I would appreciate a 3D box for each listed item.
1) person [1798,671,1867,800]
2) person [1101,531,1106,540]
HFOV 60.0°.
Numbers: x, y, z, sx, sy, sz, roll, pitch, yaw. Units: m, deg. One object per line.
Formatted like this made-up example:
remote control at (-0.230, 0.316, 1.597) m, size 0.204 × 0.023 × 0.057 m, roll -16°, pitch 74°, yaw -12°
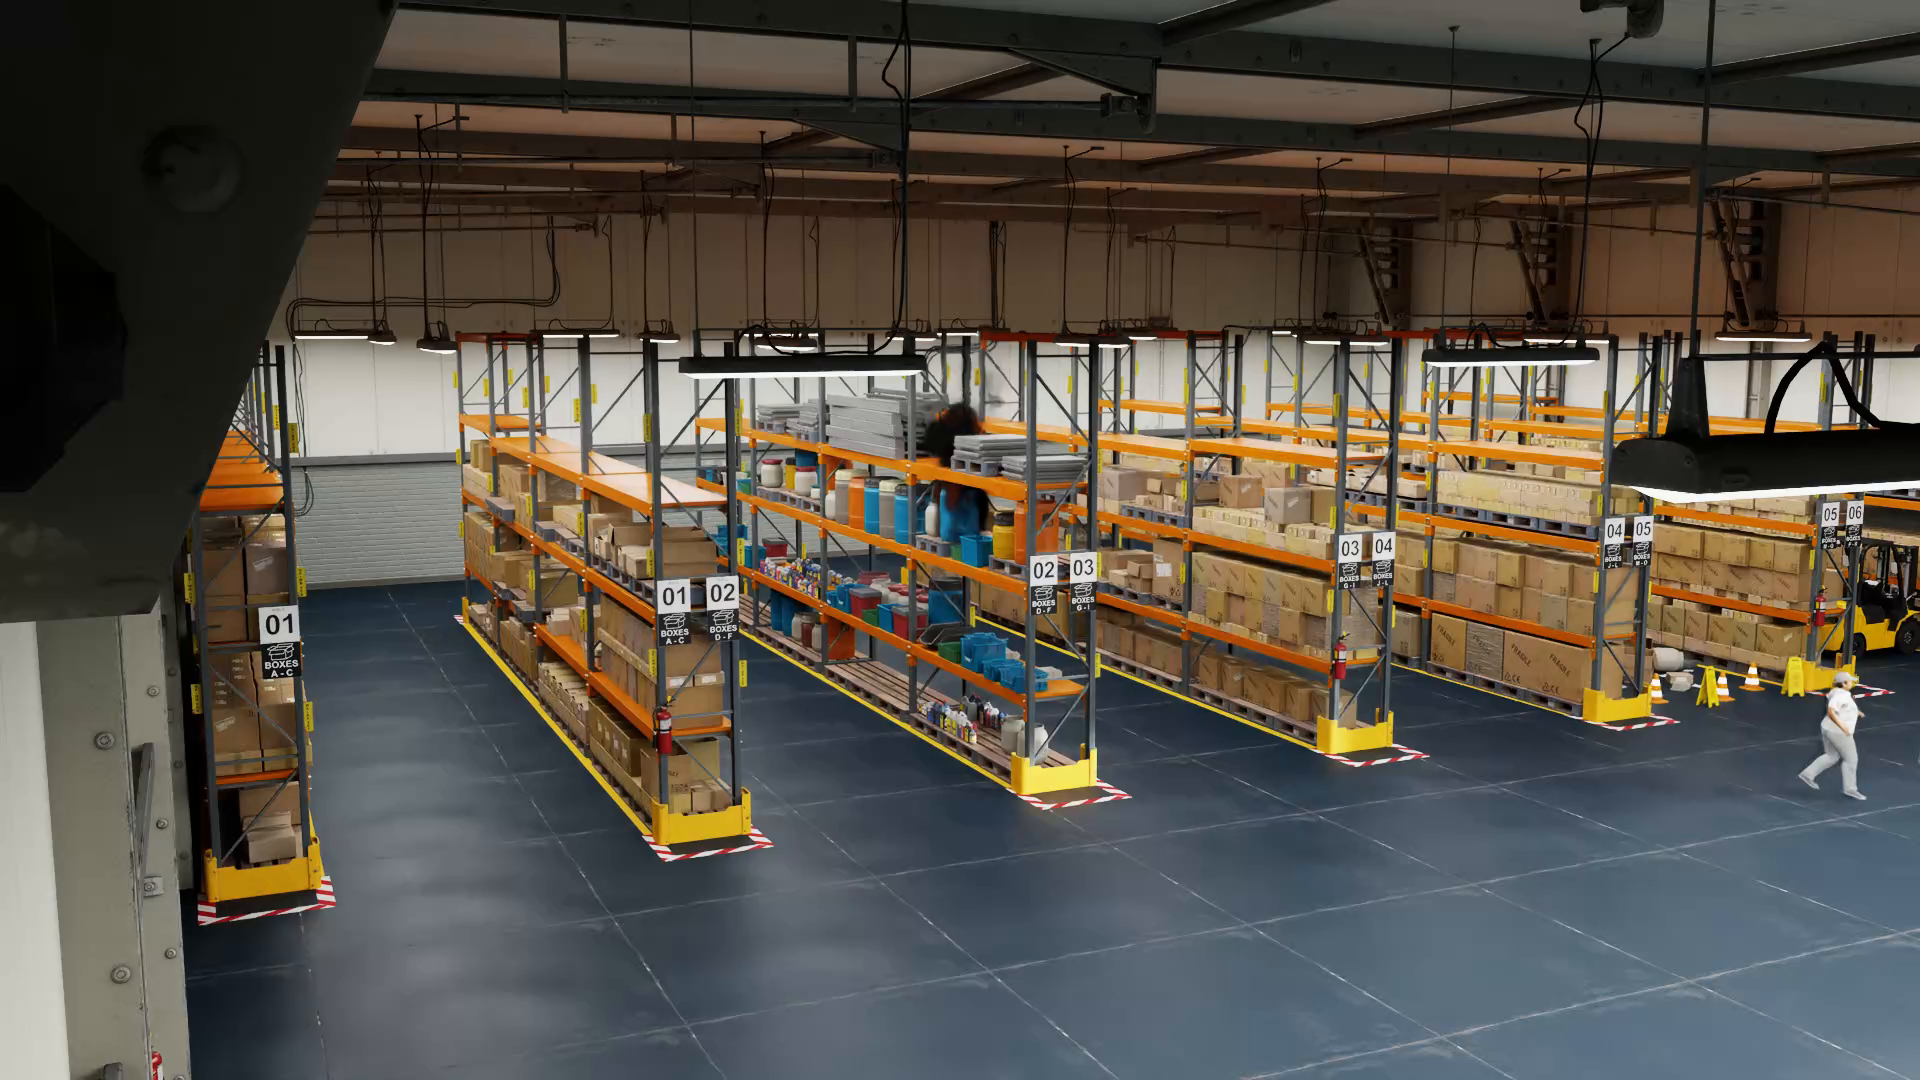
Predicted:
person at (11.572, 2.563, 21.932) m, size 0.793 × 1.689 × 0.602 m, roll 2°, pitch 8°, yaw 12°
person at (3.401, -0.161, 41.905) m, size 0.610 × 1.731 × 0.659 m, roll -3°, pitch 8°, yaw -22°
